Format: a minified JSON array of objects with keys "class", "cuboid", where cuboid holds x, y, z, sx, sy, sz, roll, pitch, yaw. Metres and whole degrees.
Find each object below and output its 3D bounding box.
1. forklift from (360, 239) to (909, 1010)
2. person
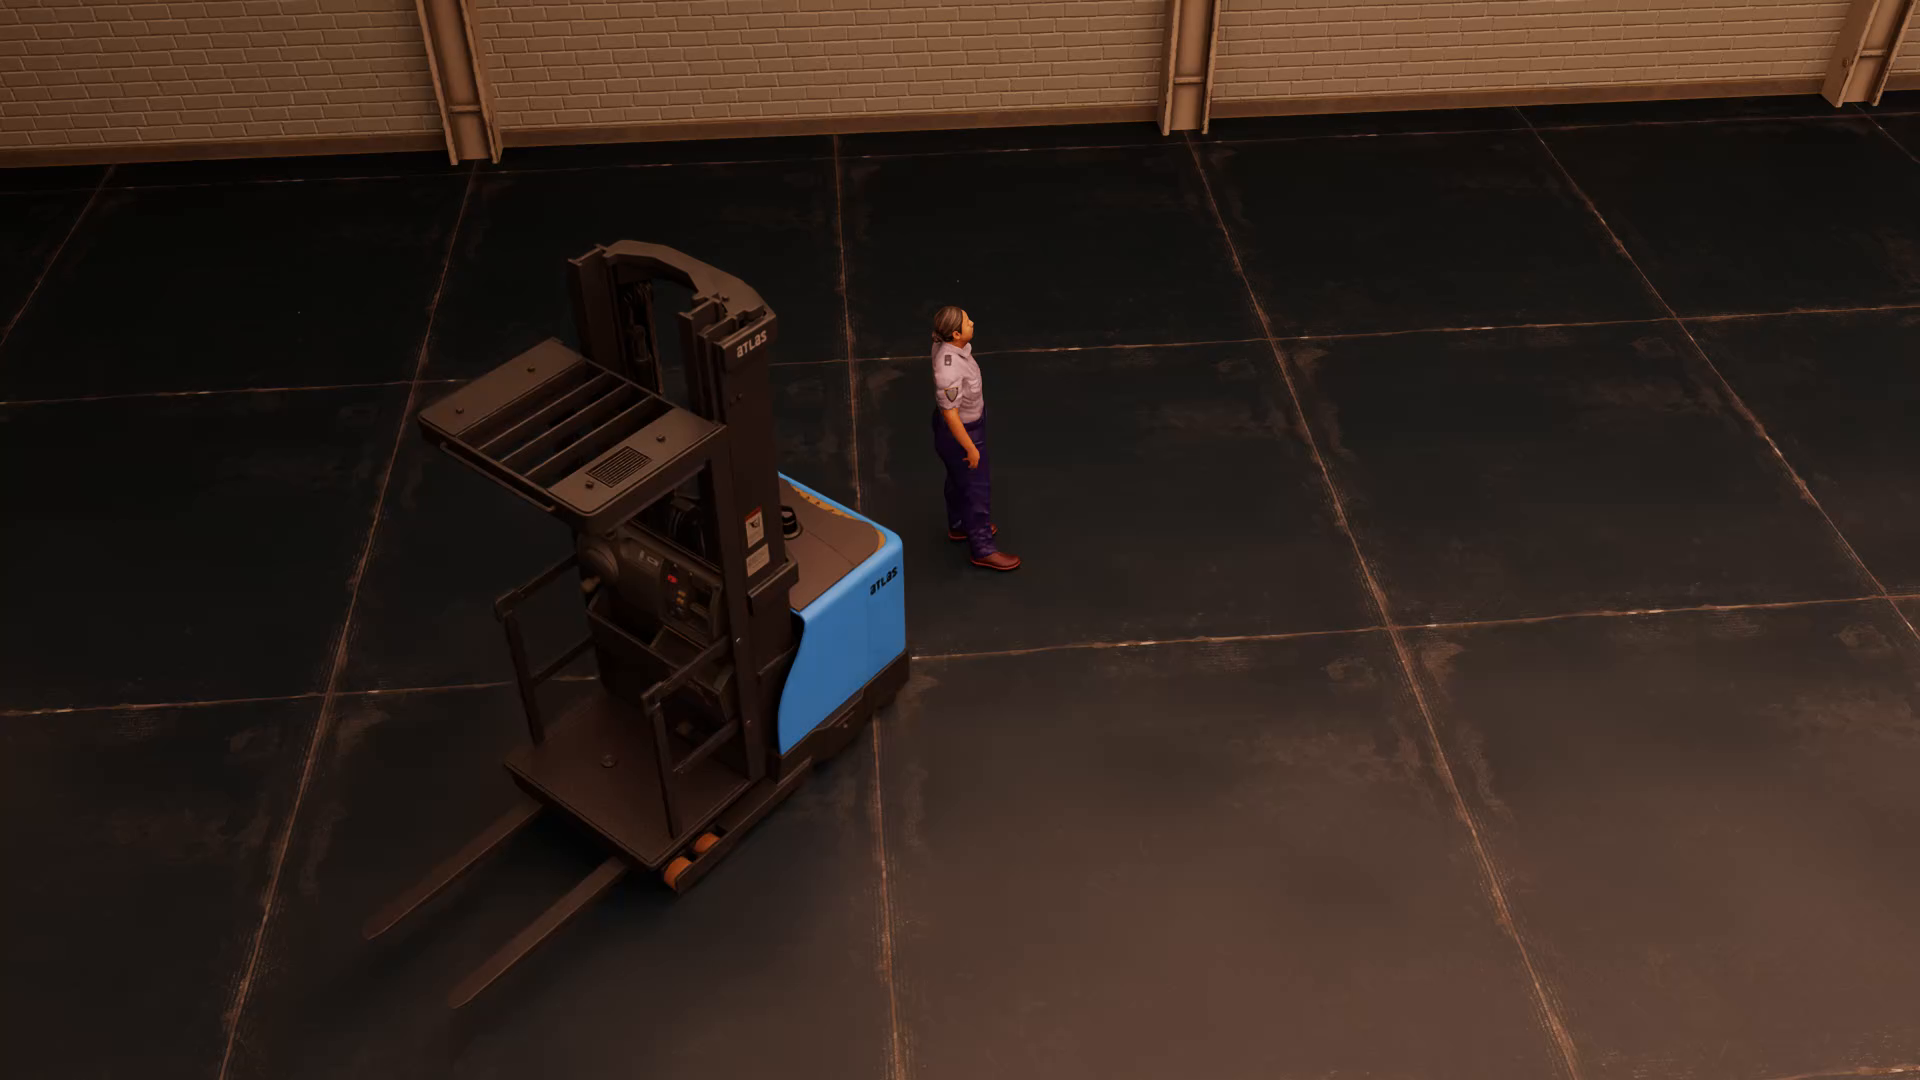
[{"class":"forklift","cuboid":[-1.586,0.243,7.654,1.130,2.935,3.031,27,47,28]},{"class":"person","cuboid":[0.091,-0.623,9.642,0.503,1.650,0.599,-3,41,-4]}]
